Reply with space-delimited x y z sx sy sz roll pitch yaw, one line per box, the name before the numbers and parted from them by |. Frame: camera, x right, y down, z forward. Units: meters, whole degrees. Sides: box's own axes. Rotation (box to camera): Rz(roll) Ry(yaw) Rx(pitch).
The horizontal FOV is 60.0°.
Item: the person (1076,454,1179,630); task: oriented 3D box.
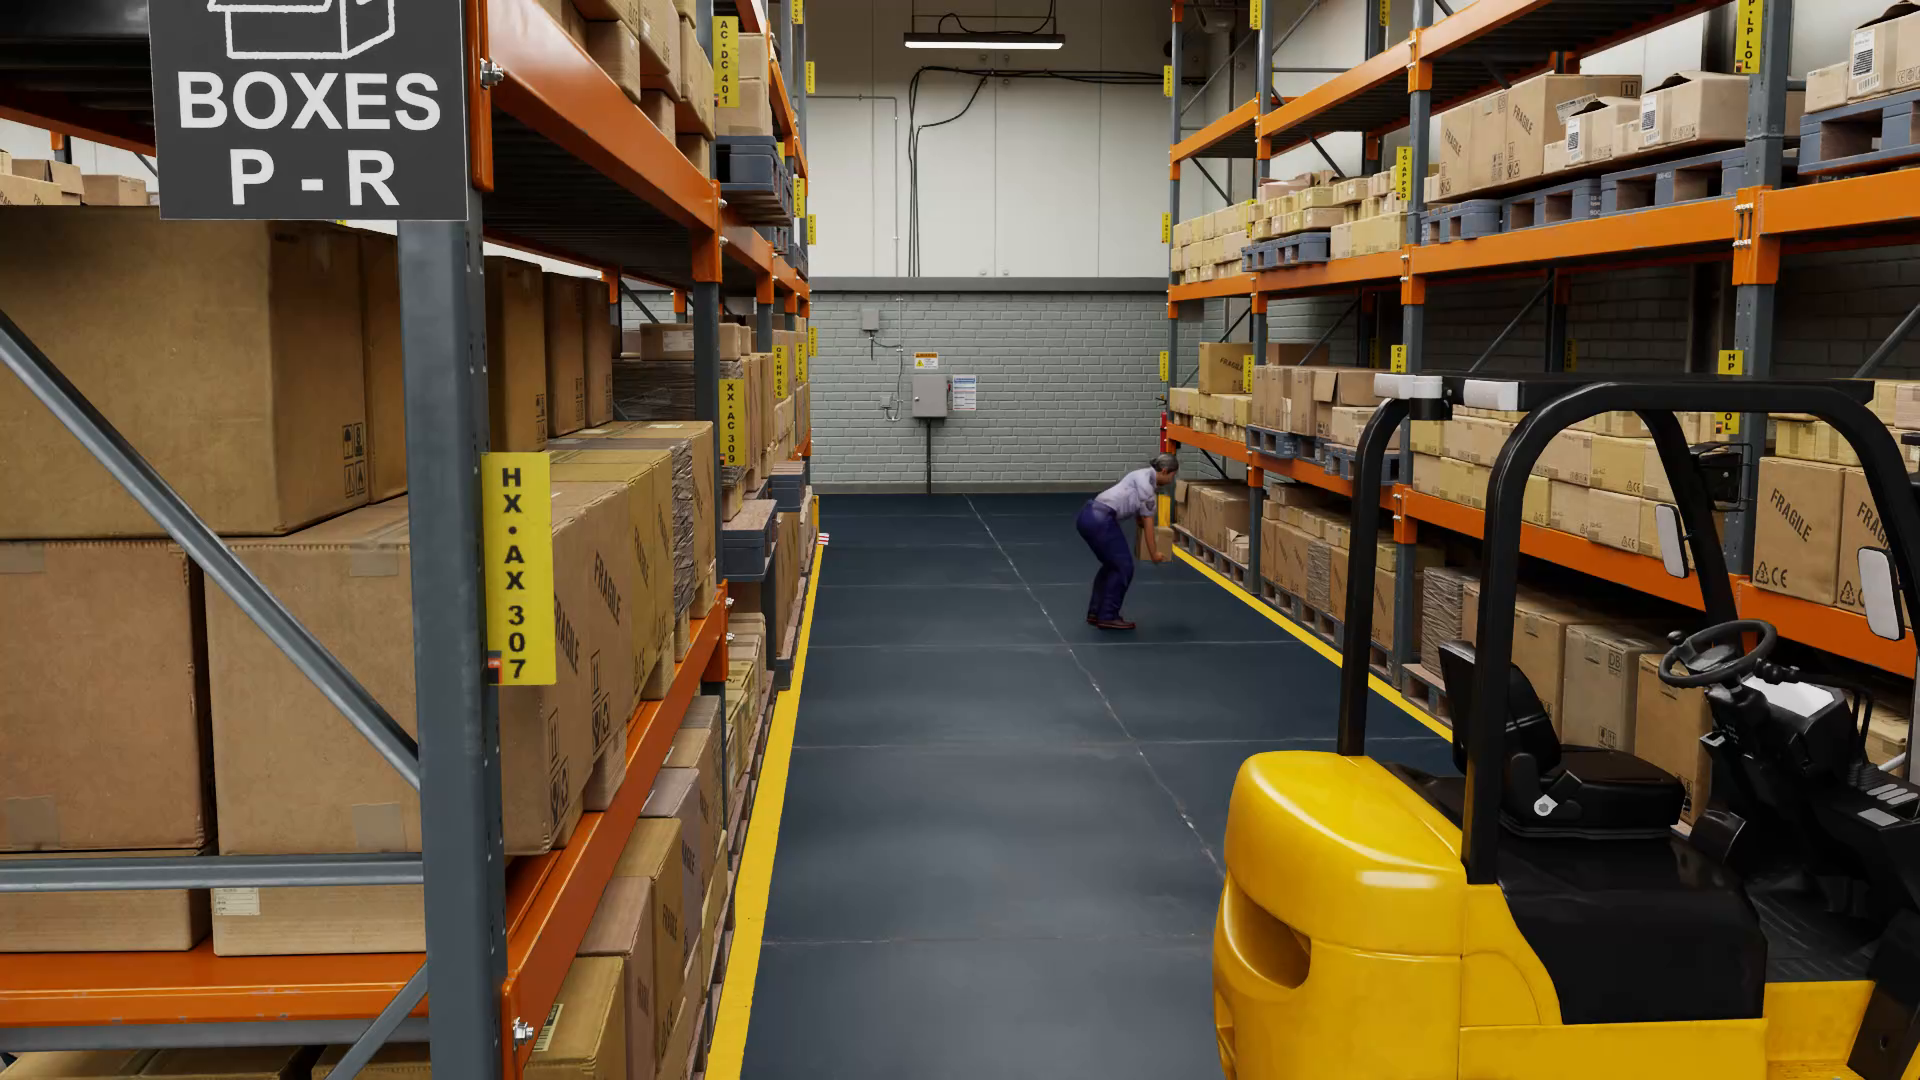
person | 1.312 0.006 13.011 0.794 1.353 0.455 -1 7 -5
